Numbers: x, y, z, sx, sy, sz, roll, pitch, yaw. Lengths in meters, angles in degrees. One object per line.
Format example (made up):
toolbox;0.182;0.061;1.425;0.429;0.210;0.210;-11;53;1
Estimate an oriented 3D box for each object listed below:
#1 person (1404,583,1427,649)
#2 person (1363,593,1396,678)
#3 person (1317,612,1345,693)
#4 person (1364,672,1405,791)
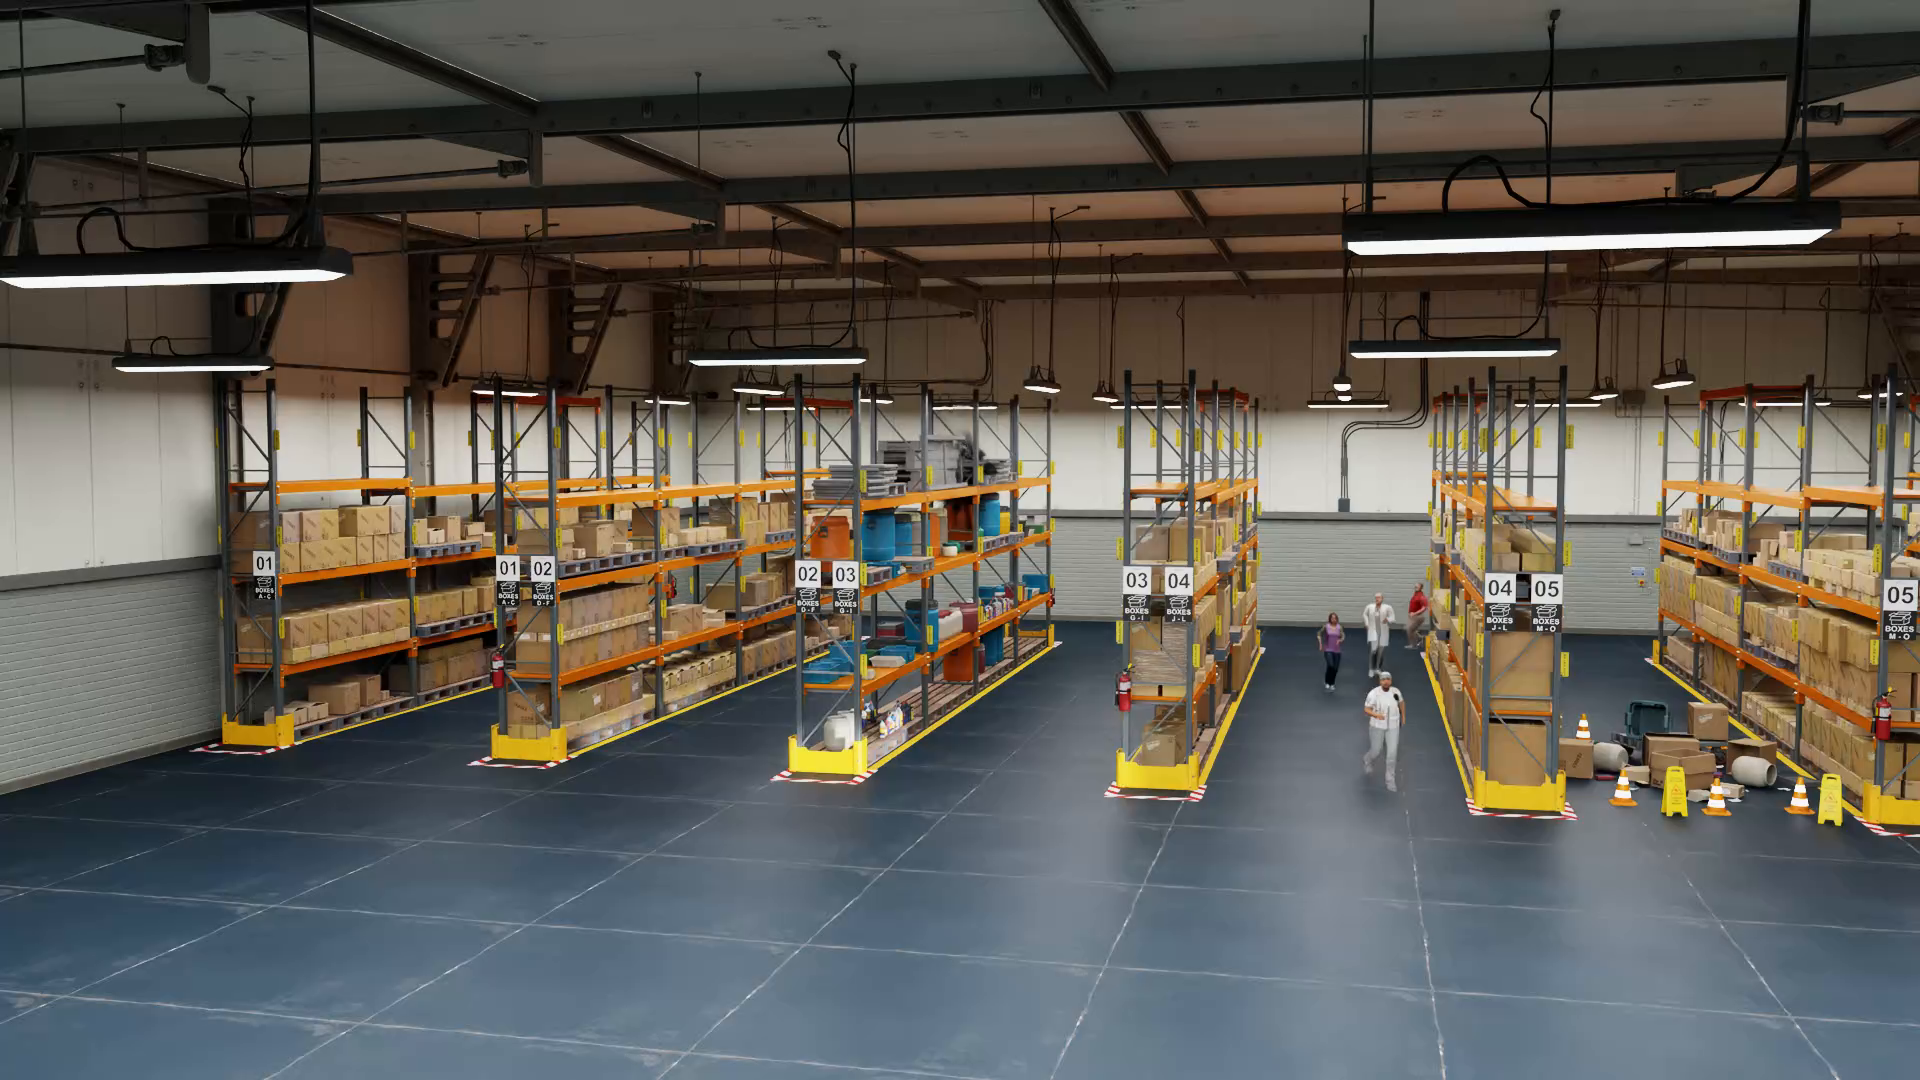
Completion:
person;10.879;1.812;39.593;0.518;1.629;0.839;0;3;-1
person;8.852;2.026;35.156;0.656;1.825;0.794;1;4;16
person;7.359;2.226;32.890;0.506;1.586;0.656;0;3;-2
person;6.149;2.733;24.153;0.583;1.677;0.915;0;3;1
